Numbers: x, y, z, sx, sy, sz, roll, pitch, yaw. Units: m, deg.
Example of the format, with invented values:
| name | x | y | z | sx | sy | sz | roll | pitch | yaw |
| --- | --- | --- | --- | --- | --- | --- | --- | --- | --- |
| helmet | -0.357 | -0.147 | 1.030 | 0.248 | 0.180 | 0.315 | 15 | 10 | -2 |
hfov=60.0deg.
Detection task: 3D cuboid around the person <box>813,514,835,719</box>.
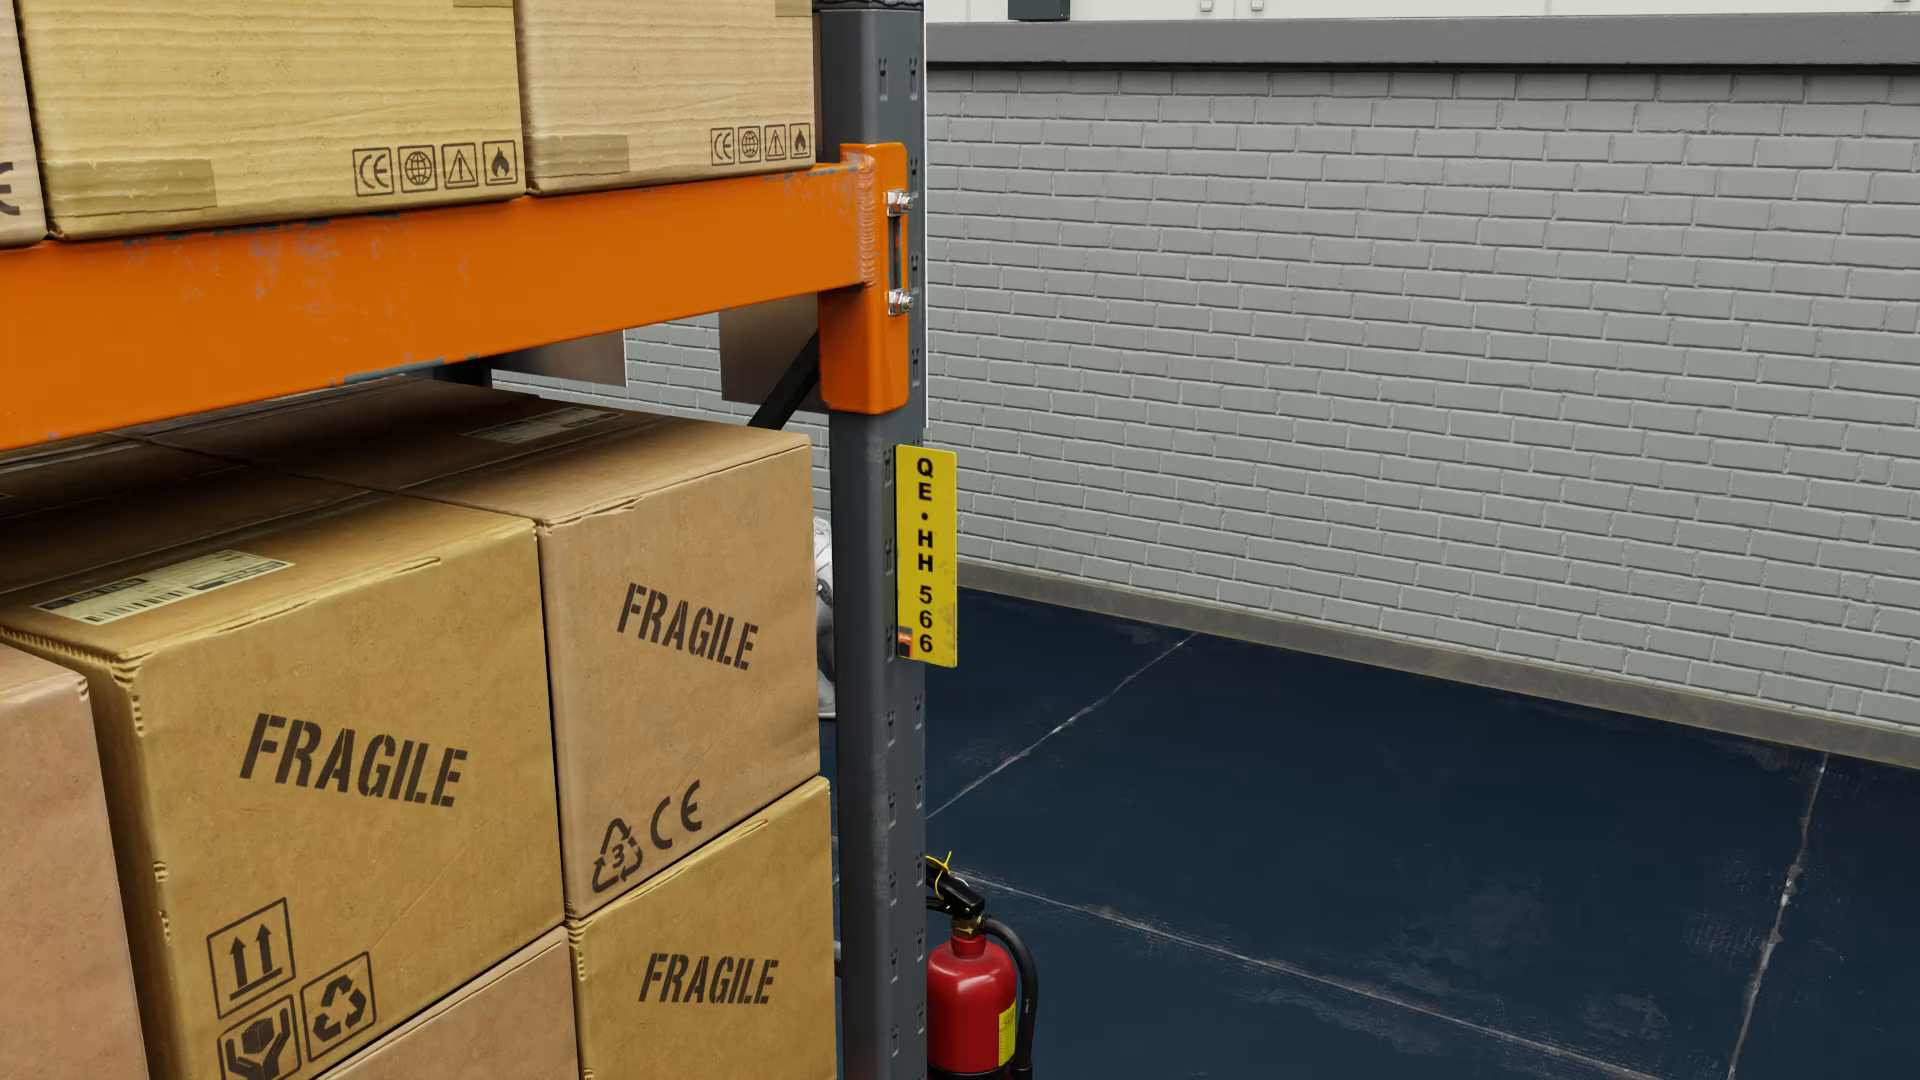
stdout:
| name | x | y | z | sx | sy | sz | roll | pitch | yaw |
| --- | --- | --- | --- | --- | --- | --- | --- | --- | --- |
| person | -0.764 | 0.311 | 7.762 | 0.917 | 0.944 | 0.470 | 9 | 19 | 28 |
